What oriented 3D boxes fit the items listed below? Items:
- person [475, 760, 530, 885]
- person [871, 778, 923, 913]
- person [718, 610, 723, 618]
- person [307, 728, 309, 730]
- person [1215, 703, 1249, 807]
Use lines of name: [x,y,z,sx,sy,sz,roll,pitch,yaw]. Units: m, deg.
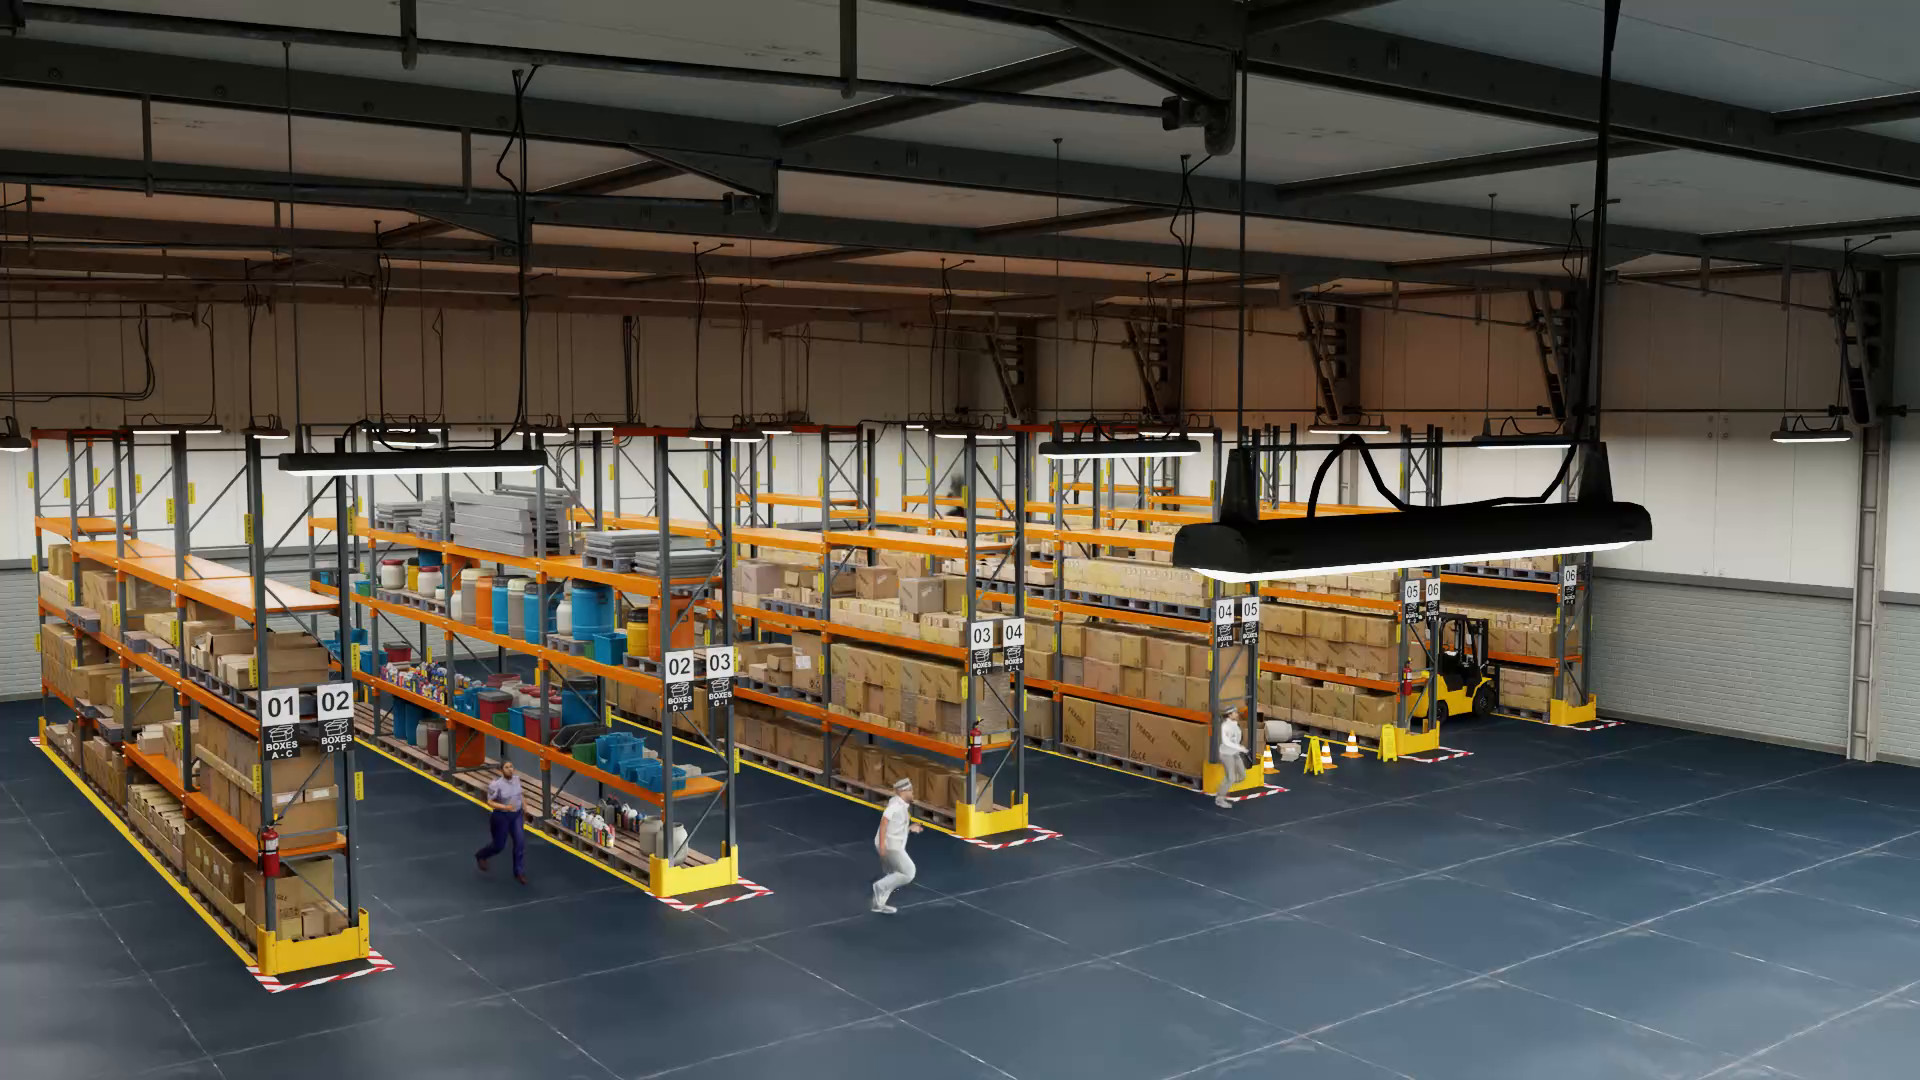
person: [-6.121,3.764,22.389,0.914,1.655,0.615,4,6,42]
person: [-0.787,3.829,20.886,0.677,1.693,0.627,-1,5,-13]
person: [-6.051,2.282,41.421,0.667,1.615,0.871,-3,5,-30]
person: [-11.404,3.291,28.466,0.588,1.616,0.592,4,6,39]
person: [4.364,3.426,26.526,0.555,1.668,0.655,2,5,27]
